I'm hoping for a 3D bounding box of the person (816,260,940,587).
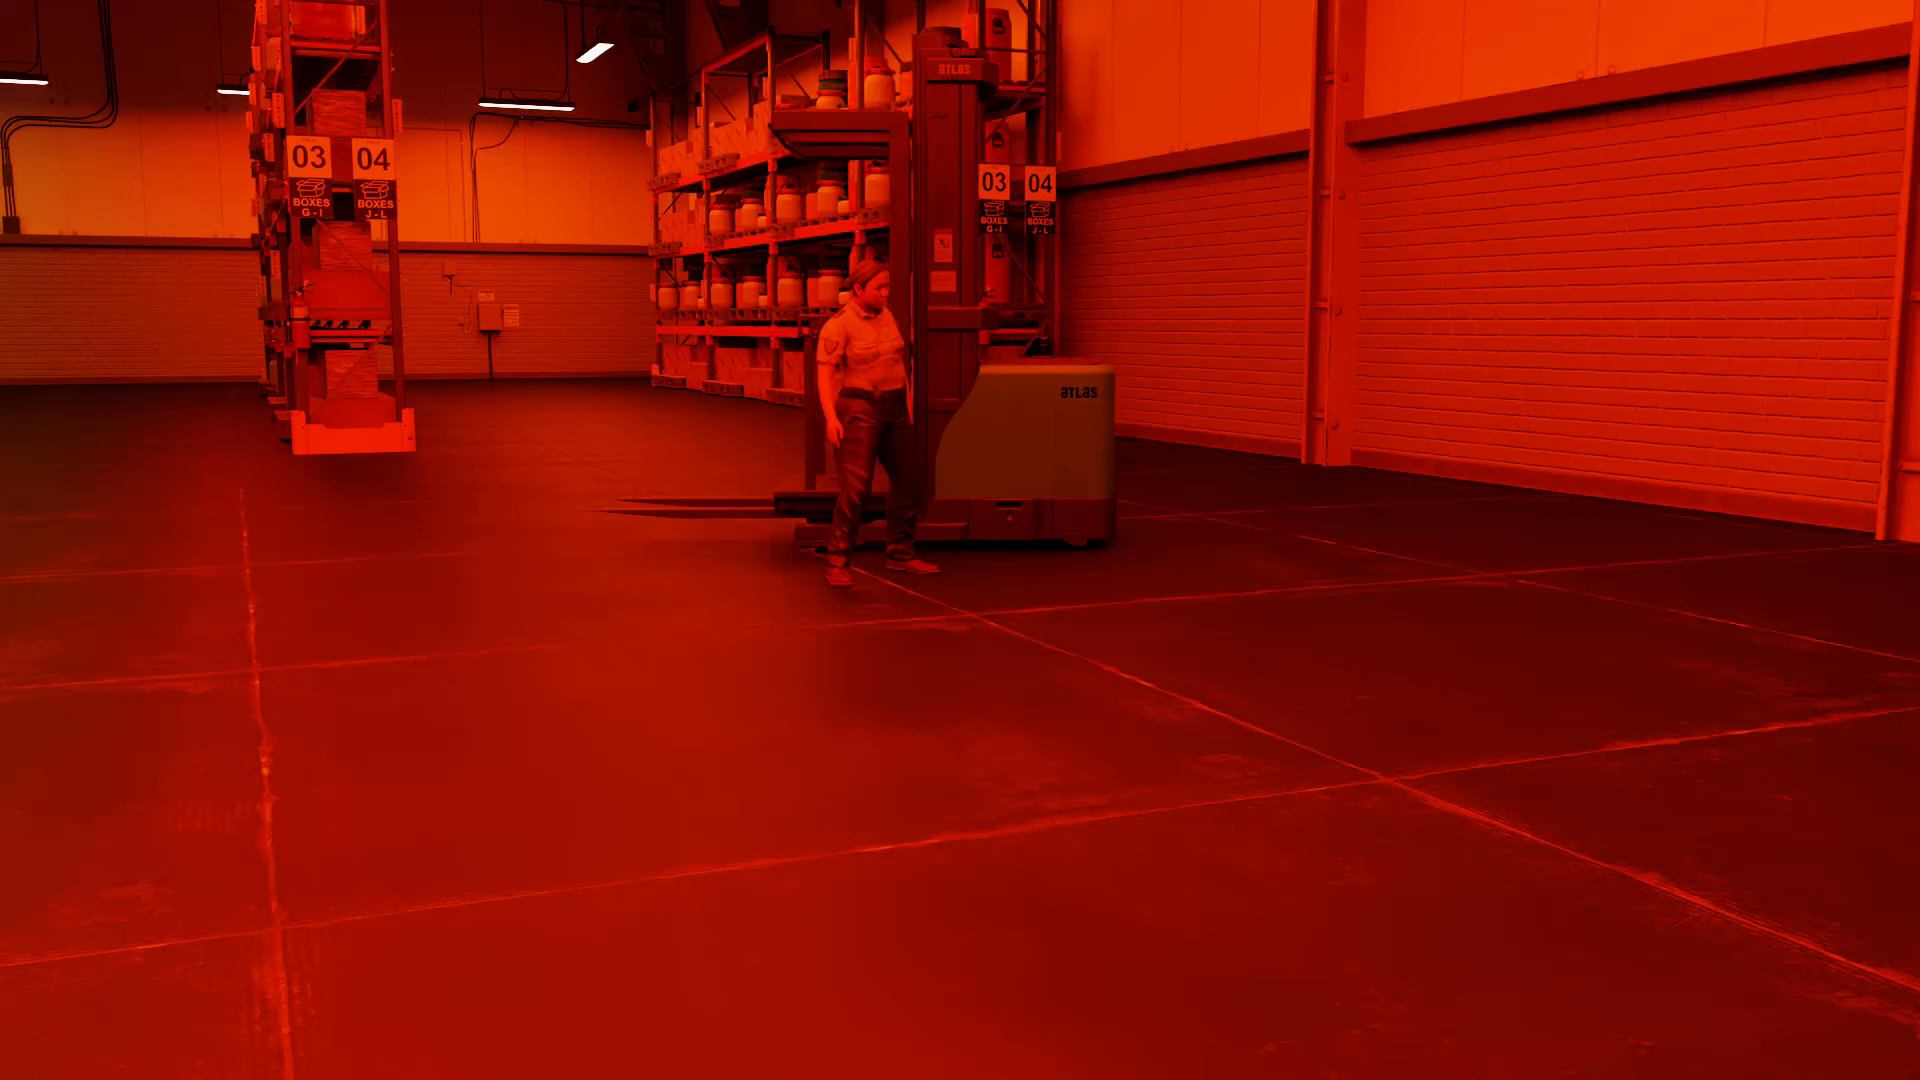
[{"bbox_3d":[-0.458,-0.608,8.565,0.344,1.640,0.748,7,10,44],"label":"person"}]

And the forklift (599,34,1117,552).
[{"bbox_3d":[-0.610,-1.451,9.948,3.031,2.935,1.130,0,8,-1],"label":"forklift"}]
